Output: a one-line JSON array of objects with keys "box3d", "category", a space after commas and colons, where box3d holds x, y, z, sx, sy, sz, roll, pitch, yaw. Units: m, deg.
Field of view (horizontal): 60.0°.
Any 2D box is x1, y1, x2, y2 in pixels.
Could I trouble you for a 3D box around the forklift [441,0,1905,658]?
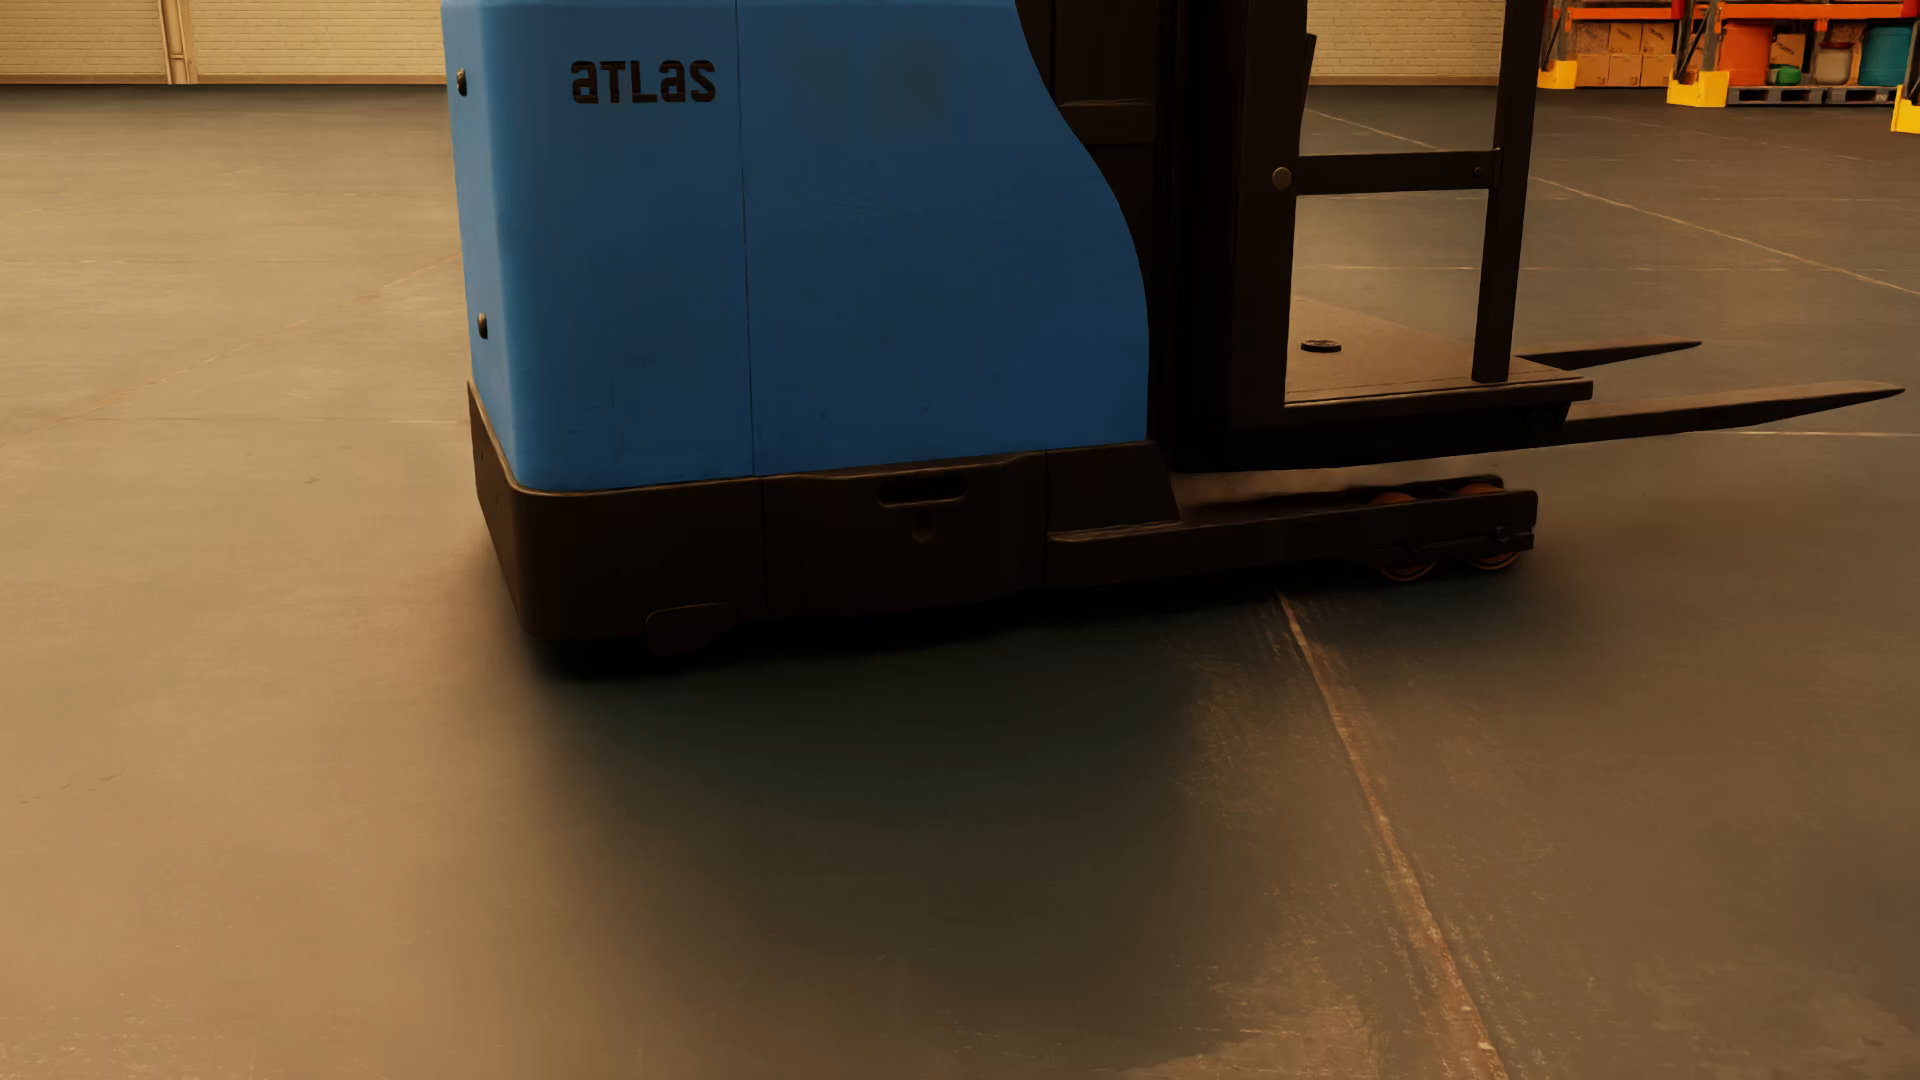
[{"box3d": [0.571, -1.462, 3.137, 3.031, 2.935, 1.130, -6, 18, -19], "category": "forklift"}]
